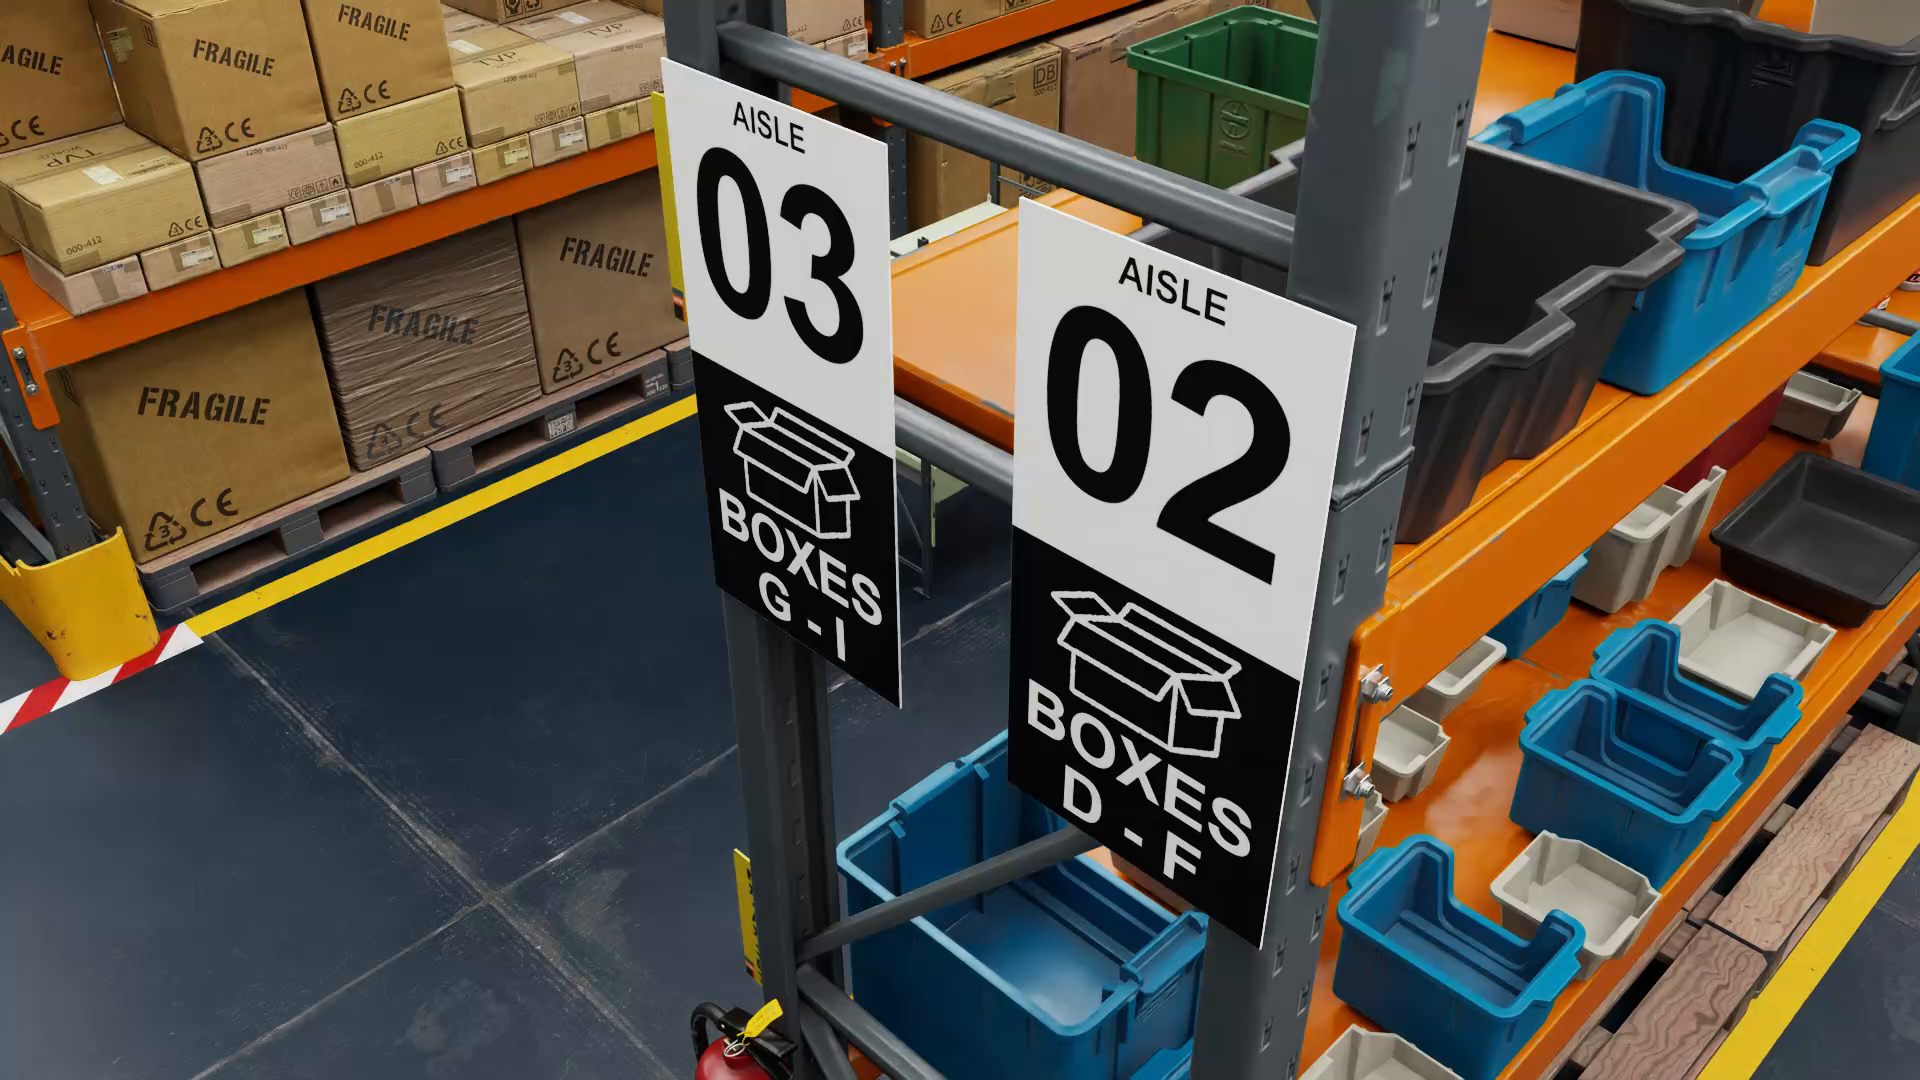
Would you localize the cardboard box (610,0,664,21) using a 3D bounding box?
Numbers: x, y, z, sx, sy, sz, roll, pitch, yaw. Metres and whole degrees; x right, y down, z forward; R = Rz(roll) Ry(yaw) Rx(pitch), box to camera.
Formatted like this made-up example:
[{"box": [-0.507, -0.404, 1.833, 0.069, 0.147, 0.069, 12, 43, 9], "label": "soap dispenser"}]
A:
[{"box": [-1.144, -2.207, 7.163, 0.500, 0.250, 0.500, -28, 44, -34], "label": "cardboard box"}]

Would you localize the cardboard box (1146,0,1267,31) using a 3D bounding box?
[{"box": [1.027, -2.936, 9.828, 1.225, 0.875, 0.875, 30, 45, 35], "label": "cardboard box"}]

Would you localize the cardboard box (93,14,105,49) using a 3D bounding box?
[{"box": [-5.291, -3.064, 10.126, 0.380, 0.149, 0.250, 30, 45, 35], "label": "cardboard box"}]

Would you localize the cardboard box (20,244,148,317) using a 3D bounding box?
[{"box": [-2.990, -0.926, 5.676, 0.250, 0.149, 0.380, -29, 44, -35], "label": "cardboard box"}]

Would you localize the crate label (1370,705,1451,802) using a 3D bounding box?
[{"box": [0.880, 0.423, 3.700, 0.396, 0.136, 0.243, 30, 45, 35], "label": "crate label"}]

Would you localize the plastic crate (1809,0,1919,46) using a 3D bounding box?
[{"box": [1.821, -0.979, 3.013, 0.437, 0.282, 0.530, 30, 45, 35], "label": "plastic crate"}]

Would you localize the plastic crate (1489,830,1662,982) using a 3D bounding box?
[{"box": [1.210, 0.722, 3.271, 0.250, 0.136, 0.298, 30, 45, 35], "label": "plastic crate"}]

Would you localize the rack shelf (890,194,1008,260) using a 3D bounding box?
[{"box": [0.005, -0.938, 6.102, 0.431, 0.370, 0.720, 30, 45, 35], "label": "rack shelf"}]

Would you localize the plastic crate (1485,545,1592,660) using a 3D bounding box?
[{"box": [1.305, 0.085, 4.100, 0.416, 0.233, 0.300, 30, 45, 35], "label": "plastic crate"}]

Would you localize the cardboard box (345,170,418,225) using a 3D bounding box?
[{"box": [-2.268, -1.344, 6.275, 0.380, 0.149, 0.250, 29, 44, 34], "label": "cardboard box"}]

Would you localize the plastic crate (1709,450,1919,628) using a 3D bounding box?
[{"box": [2.260, 0.005, 4.309, 0.437, 0.125, 0.590, 30, 45, 35], "label": "plastic crate"}]

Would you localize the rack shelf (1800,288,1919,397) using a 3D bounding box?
[{"box": [4.267, -1.163, 6.424, 1.077, 0.370, 4.000, 30, 45, 35], "label": "rack shelf"}]

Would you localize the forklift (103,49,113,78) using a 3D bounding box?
[{"box": [-3.113, -3.182, 8.750, 1.130, 2.935, 3.031, 28, 44, 34], "label": "forklift"}]

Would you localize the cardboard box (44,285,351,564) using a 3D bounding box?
[{"box": [-3.081, -0.611, 6.494, 0.875, 0.875, 0.875, 30, 45, 35], "label": "cardboard box"}]

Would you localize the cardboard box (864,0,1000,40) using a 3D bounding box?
[{"box": [-0.155, -2.769, 8.011, 0.500, 0.500, 0.500, -30, 45, -35], "label": "cardboard box"}]

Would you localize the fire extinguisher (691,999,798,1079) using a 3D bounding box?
[{"box": [-0.389, 1.041, 3.029, 0.296, 0.674, 0.183, 30, 45, 35], "label": "fire extinguisher"}]

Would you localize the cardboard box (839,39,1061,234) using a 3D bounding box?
[{"box": [-0.220, -2.211, 8.788, 1.225, 0.875, 0.875, 30, 45, 35], "label": "cardboard box"}]

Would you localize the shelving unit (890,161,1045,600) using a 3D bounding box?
[{"box": [0.005, -0.618, 6.325, 0.431, 1.500, 0.755, 30, 45, 35], "label": "shelving unit"}]

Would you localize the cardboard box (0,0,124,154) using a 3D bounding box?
[{"box": [-3.318, -1.690, 5.767, 0.500, 0.500, 0.500, -29, 44, -35], "label": "cardboard box"}]

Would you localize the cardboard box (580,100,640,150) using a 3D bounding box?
[{"box": [-1.544, -1.762, 6.873, 0.380, 0.149, 0.250, 29, 44, 35], "label": "cardboard box"}]

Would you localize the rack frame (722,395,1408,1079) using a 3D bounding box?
[{"box": [0.040, 0.978, 2.726, 1.000, 3.000, 0.127, 30, 45, 35], "label": "rack frame"}]

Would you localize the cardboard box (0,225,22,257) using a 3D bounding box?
[{"box": [-3.458, -1.193, 6.057, 0.250, 0.149, 0.380, -29, 44, -35], "label": "cardboard box"}]

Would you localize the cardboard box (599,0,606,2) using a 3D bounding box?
[{"box": [-1.527, -2.418, 7.465, 0.500, 0.250, 0.500, 29, 44, 35], "label": "cardboard box"}]

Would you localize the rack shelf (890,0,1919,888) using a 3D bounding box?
[{"box": [1.449, -0.769, 3.238, 1.077, 0.370, 4.000, 30, 45, 35], "label": "rack shelf"}]

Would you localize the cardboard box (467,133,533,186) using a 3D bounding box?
[{"box": [-1.908, -1.551, 6.572, 0.380, 0.149, 0.250, 28, 44, 34], "label": "cardboard box"}]

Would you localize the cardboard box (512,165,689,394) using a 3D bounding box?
[{"box": [-1.812, -1.342, 7.542, 0.875, 0.875, 0.875, 30, 45, 35], "label": "cardboard box"}]

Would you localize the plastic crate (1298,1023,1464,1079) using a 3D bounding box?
[{"box": [0.732, 0.997, 2.876, 0.250, 0.136, 0.298, 30, 45, 35], "label": "plastic crate"}]

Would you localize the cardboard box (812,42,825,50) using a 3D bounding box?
[{"box": [-0.820, -2.178, 7.471, 0.250, 0.149, 0.380, -29, 44, -35], "label": "cardboard box"}]

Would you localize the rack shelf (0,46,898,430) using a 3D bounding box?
[{"box": [-2.066, -1.535, 6.958, 1.077, 0.370, 4.000, 30, 45, 35], "label": "rack shelf"}]

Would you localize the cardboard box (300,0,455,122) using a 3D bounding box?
[{"box": [-2.232, -1.888, 6.051, 0.500, 0.500, 0.500, 28, 44, 34], "label": "cardboard box"}]

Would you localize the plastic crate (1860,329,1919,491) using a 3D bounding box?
[{"box": [2.771, -0.337, 4.573, 0.392, 0.384, 0.575, 30, 45, 35], "label": "plastic crate"}]

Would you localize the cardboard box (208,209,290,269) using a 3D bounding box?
[{"box": [-2.631, -1.135, 5.975, 0.380, 0.149, 0.250, 28, 44, 34], "label": "cardboard box"}]

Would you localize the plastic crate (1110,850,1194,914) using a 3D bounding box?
[{"box": [0.486, 0.657, 3.363, 0.396, 0.136, 0.243, 30, 45, 35], "label": "plastic crate"}]

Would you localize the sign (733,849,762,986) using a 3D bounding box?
[{"box": [-0.362, 0.696, 2.988, 0.100, 0.325, 0.005, 30, 45, 35], "label": "sign"}]

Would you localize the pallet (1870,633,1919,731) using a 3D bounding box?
[{"box": [3.432, 0.201, 6.277, 1.003, 0.211, 1.213, 30, 45, 35], "label": "pallet"}]

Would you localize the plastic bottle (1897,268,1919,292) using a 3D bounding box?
[{"box": [3.266, -0.960, 5.678, 0.097, 0.201, 0.097, 0, 35, 0], "label": "plastic bottle"}]

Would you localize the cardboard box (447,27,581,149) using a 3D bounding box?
[{"box": [-1.863, -1.795, 6.573, 0.500, 0.250, 0.500, 29, 44, 34], "label": "cardboard box"}]

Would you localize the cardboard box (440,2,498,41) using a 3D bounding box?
[{"box": [-2.241, -2.008, 6.878, 0.500, 0.250, 0.500, 30, 45, 35], "label": "cardboard box"}]

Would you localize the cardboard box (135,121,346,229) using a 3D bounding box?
[{"box": [-2.583, -1.379, 5.976, 0.500, 0.250, 0.500, 29, 44, 35], "label": "cardboard box"}]

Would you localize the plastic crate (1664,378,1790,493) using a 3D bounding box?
[{"box": [2.051, -0.435, 4.644, 0.402, 0.464, 0.583, 30, 45, 35], "label": "plastic crate"}]

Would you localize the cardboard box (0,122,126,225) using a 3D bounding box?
[{"box": [-3.322, -1.383, 5.981, 0.500, 0.250, 0.500, 29, 44, 35], "label": "cardboard box"}]

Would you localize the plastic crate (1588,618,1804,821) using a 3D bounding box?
[{"box": [1.587, 0.398, 3.651, 0.416, 0.233, 0.300, 30, 45, 35], "label": "plastic crate"}]

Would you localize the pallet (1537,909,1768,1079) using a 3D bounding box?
[{"box": [1.508, 1.310, 4.688, 1.003, 0.211, 1.213, 30, 45, 35], "label": "pallet"}]

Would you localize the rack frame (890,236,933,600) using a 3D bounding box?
[{"box": [-0.253, -0.469, 6.112, 0.400, 1.500, 0.023, 30, 45, 35], "label": "rack frame"}]

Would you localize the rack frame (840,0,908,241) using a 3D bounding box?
[{"box": [-0.656, -2.642, 7.916, 1.000, 3.000, 0.127, 30, 45, 35], "label": "rack frame"}]

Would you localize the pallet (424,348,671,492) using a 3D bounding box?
[{"box": [-2.107, -0.724, 7.603, 1.003, 0.211, 1.213, 30, 45, 35], "label": "pallet"}]

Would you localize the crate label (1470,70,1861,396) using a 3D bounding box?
[{"box": [0.919, -0.436, 2.260, 0.408, 0.251, 0.502, 30, 45, 35], "label": "crate label"}]

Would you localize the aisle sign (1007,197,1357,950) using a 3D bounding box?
[{"box": [0.200, 0.060, 1.769, 0.394, 0.787, 0.004, 30, 45, 35], "label": "aisle sign"}]

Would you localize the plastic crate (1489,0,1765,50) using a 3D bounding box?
[{"box": [1.320, -1.083, 3.289, 0.437, 0.136, 0.530, 30, 45, 35], "label": "plastic crate"}]
